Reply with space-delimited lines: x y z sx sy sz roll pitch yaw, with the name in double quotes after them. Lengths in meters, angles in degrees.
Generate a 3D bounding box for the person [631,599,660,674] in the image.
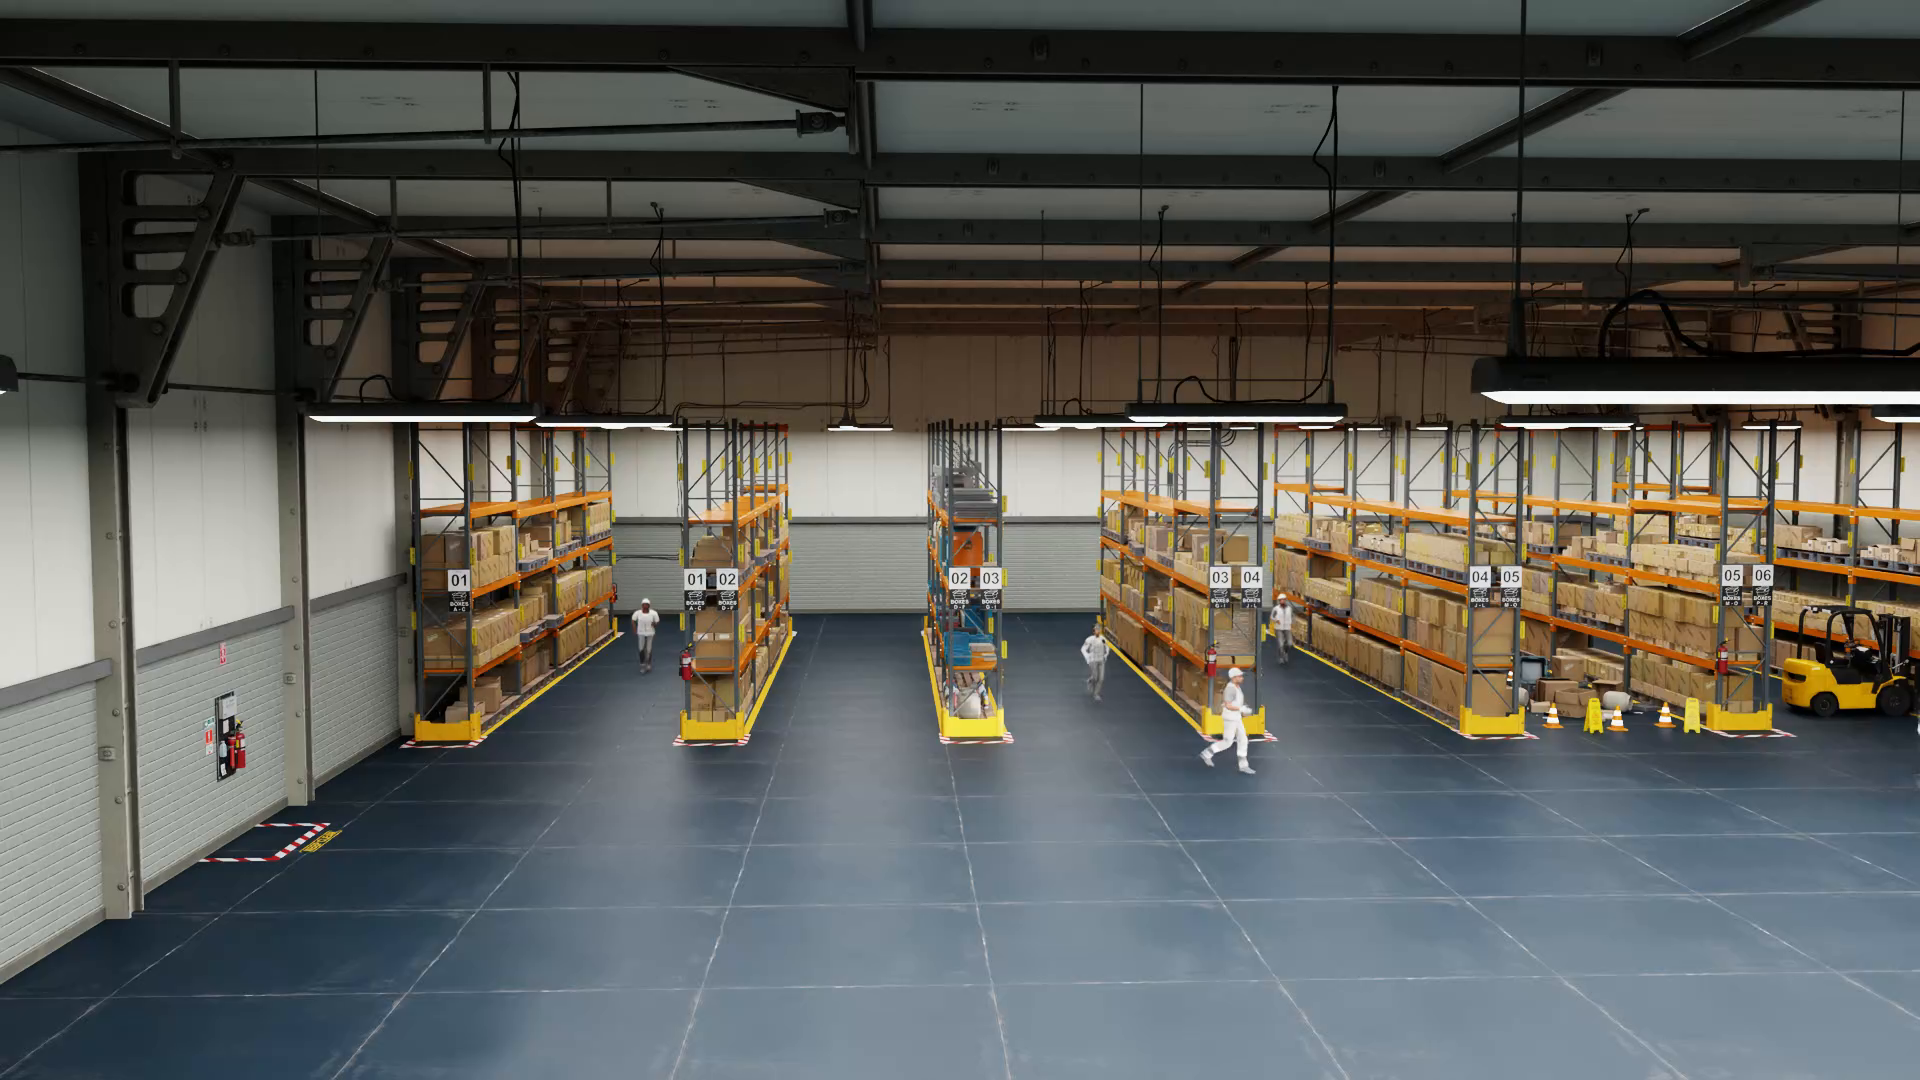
-7.516 2.306 39.764 0.675 1.802 0.689 -1 4 -11 "person"

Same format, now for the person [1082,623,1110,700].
2.948 2.612 35.847 0.616 1.660 0.554 -1 4 -14 "person"

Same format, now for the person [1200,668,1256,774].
4.533 3.035 28.041 0.953 1.787 0.636 2 4 22 "person"

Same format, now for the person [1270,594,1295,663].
8.037 2.207 41.261 0.649 1.726 0.578 0 4 -2 "person"
